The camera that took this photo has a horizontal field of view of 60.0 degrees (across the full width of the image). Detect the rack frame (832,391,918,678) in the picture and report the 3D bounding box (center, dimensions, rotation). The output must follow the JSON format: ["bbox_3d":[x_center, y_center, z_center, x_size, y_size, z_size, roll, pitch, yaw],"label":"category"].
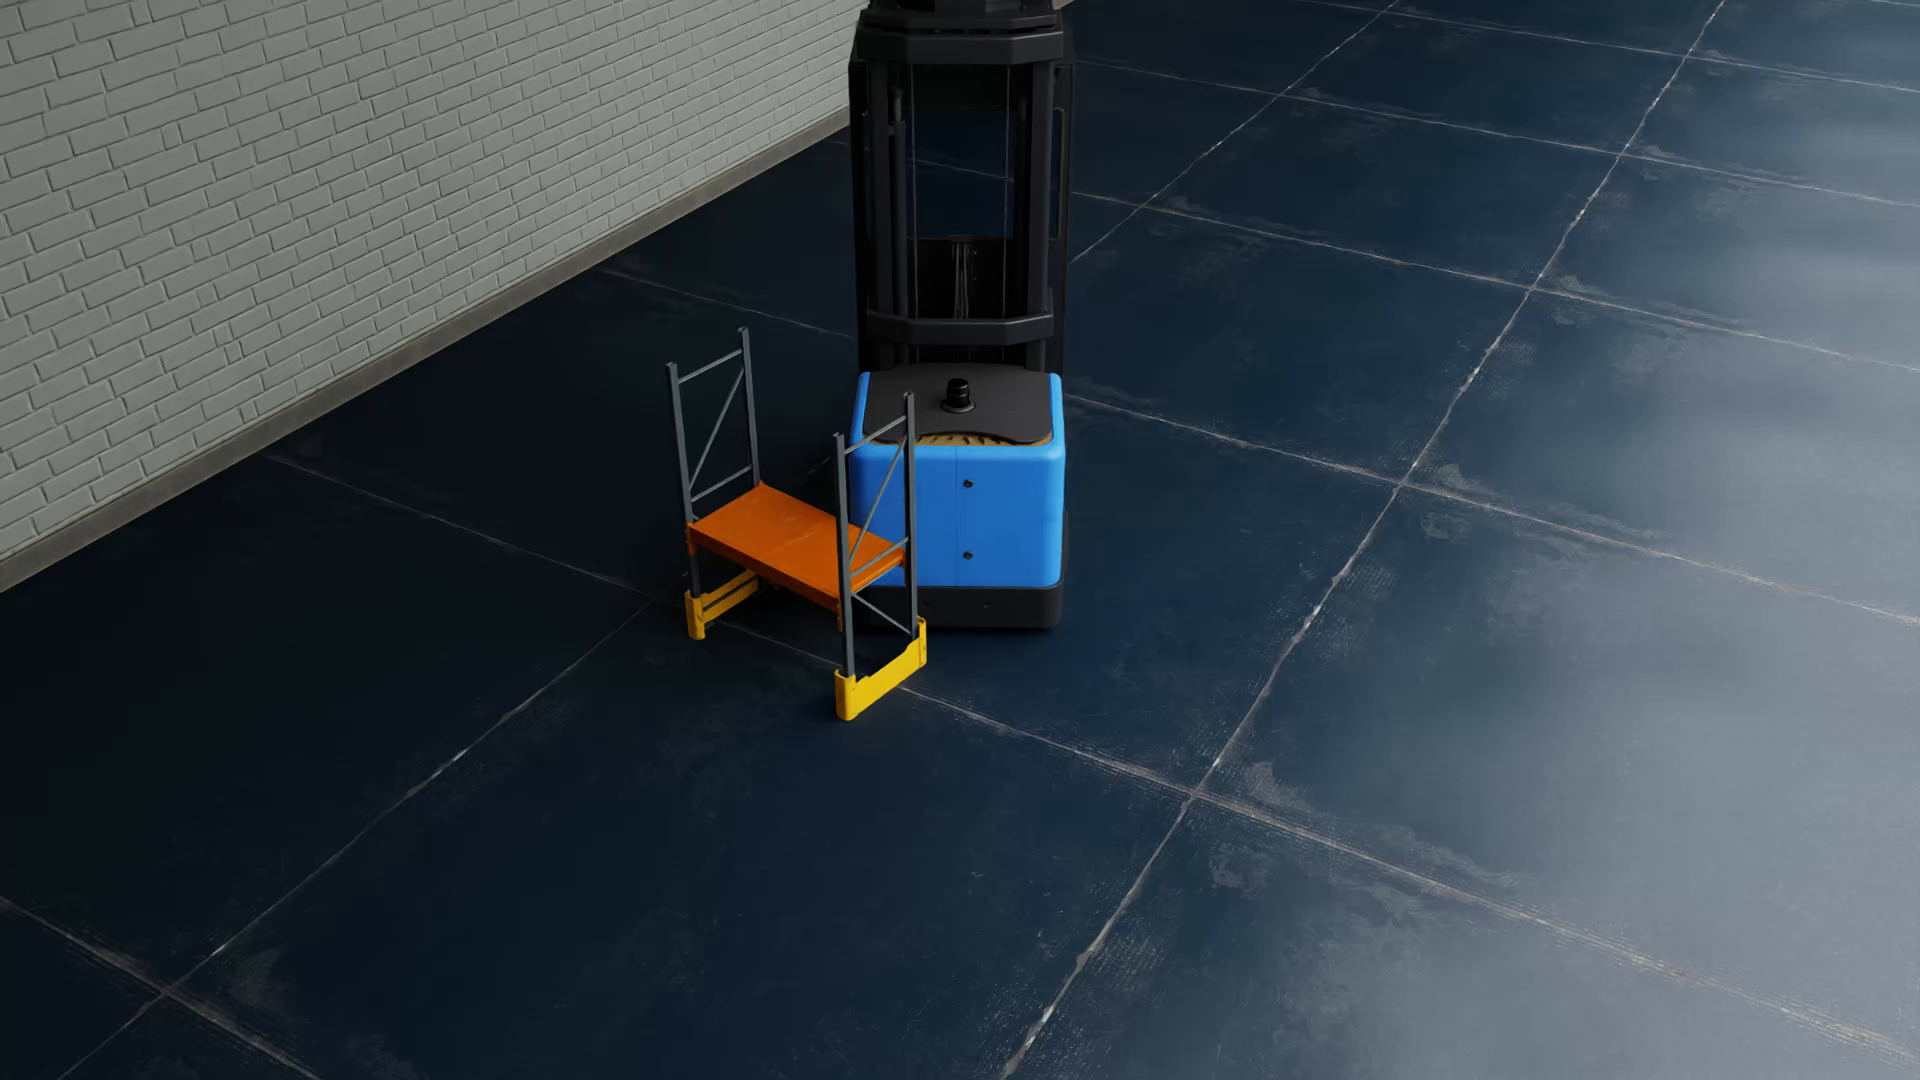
[{"bbox_3d":[-0.371,0.084,7.541,0.032,1.500,0.500,24,40,31],"label":"rack frame"}]

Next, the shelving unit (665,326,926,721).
[{"bbox_3d":[-0.760,-0.089,7.801,1.083,1.500,0.587,24,40,31],"label":"shelving unit"}]

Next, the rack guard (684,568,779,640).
[{"bbox_3d":[-1.148,0.258,8.407,0.087,0.250,0.587,24,40,31],"label":"rack guard"}]

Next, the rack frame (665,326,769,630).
[{"bbox_3d":[-1.163,-0.268,8.071,0.032,1.500,0.500,24,40,31],"label":"rack frame"}]

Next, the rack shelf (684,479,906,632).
[{"bbox_3d":[-0.767,0.058,7.906,1.000,0.185,0.538,24,40,31],"label":"rack shelf"}]

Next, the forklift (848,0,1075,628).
[{"bbox_3d":[0.013,-1.566,8.729,1.130,2.935,3.031,1,34,1],"label":"forklift"}]

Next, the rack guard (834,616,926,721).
[{"bbox_3d":[-0.372,0.604,7.888,0.087,0.250,0.587,24,40,31],"label":"rack guard"}]
